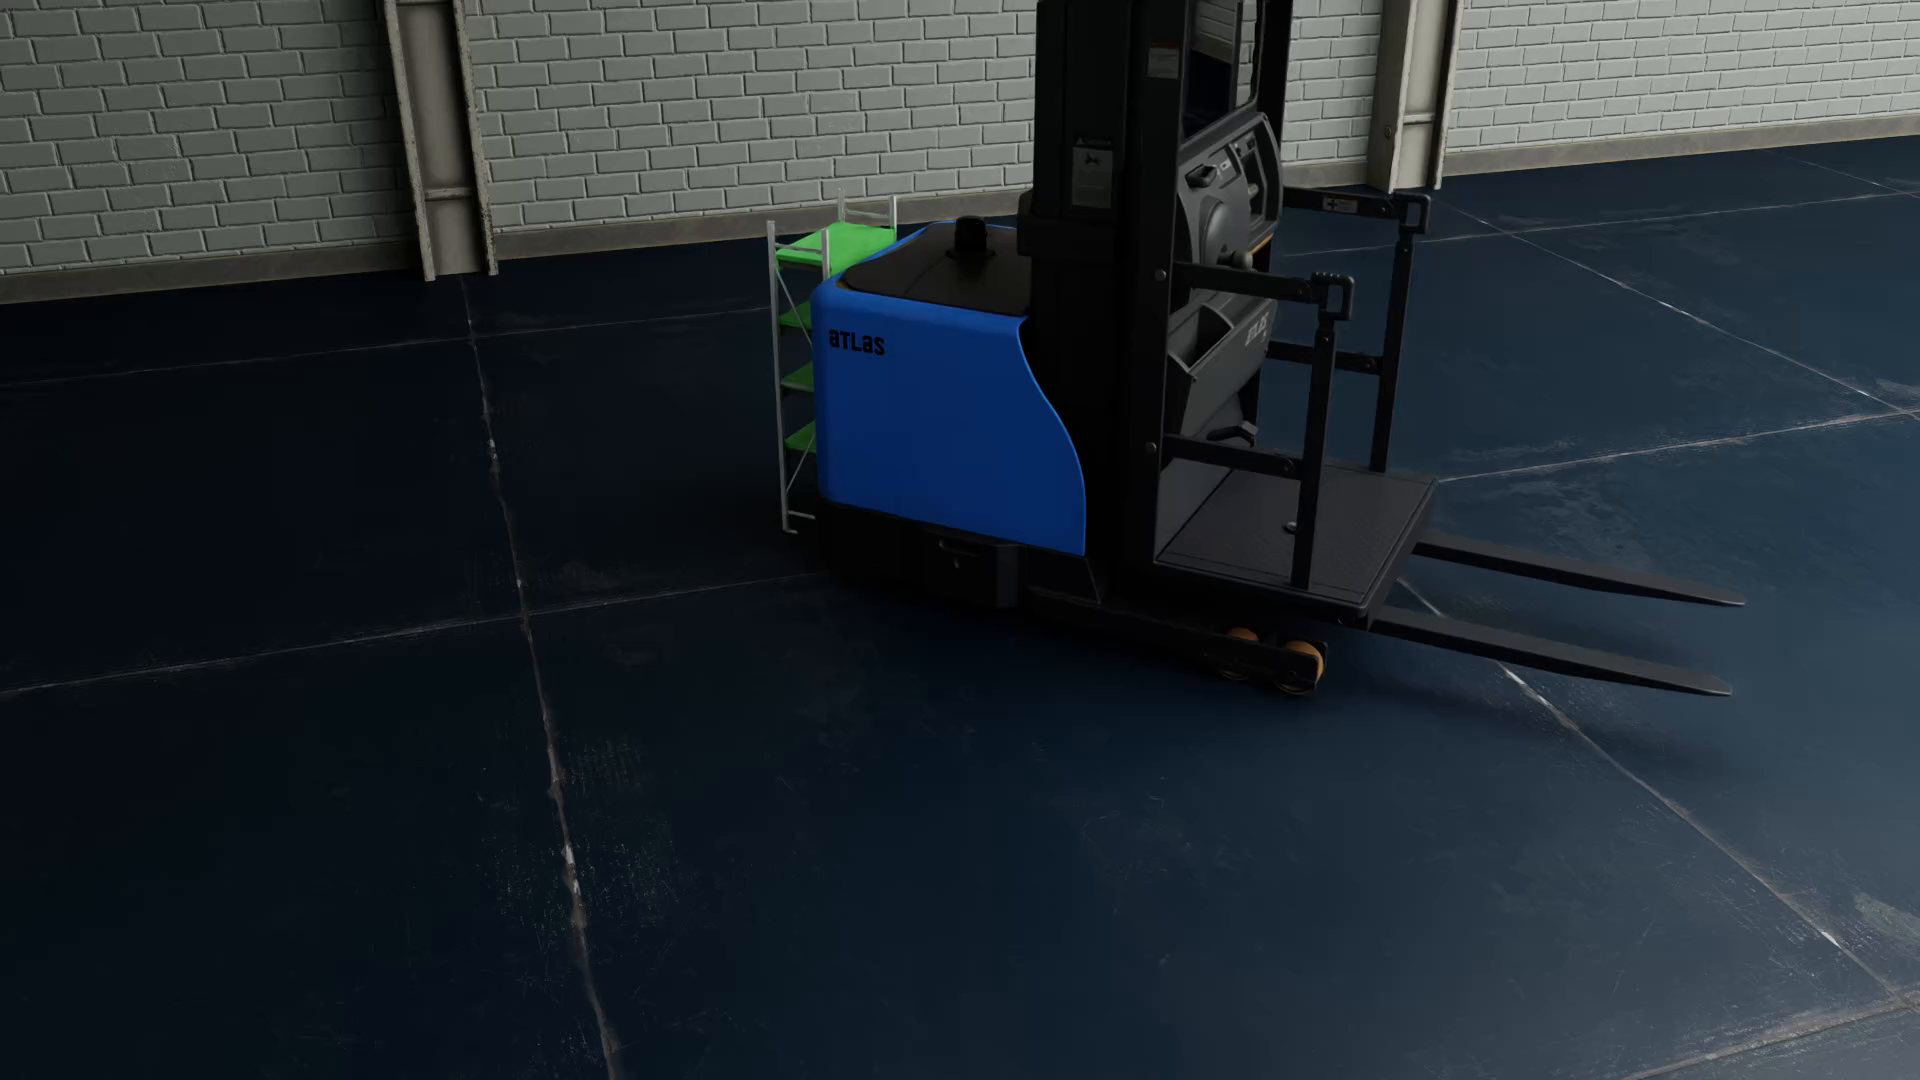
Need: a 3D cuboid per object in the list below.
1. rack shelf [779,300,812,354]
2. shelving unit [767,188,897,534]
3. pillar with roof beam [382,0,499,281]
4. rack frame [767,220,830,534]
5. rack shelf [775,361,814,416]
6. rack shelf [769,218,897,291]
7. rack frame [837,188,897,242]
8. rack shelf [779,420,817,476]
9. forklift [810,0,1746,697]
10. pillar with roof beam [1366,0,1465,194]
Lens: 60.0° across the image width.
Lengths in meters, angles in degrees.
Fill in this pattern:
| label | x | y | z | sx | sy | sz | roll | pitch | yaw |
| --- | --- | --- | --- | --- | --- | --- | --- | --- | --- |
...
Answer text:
| label | x | y | z | sx | sy | sz | roll | pitch | yaw |
| --- | --- | --- | --- | --- | --- | --- | --- | --- | --- |
| rack shelf | -0.453 | -0.805 | 6.127 | 0.258 | 0.148 | 0.480 | 12 | 29 | 23 |
| shelving unit | -0.453 | -0.648 | 6.205 | 0.258 | 1.200 | 0.503 | 12 | 29 | 23 |
| pillar with roof beam | -1.459 | -3.720 | 3.622 | 0.400 | 9.000 | 9.100 | -8 | 28 | -16 |
| rack frame | -0.561 | -0.550 | 6.009 | 0.240 | 1.200 | 0.015 | 12 | 29 | 23 |
| rack shelf | -0.453 | -0.590 | 6.233 | 0.258 | 0.148 | 0.480 | 12 | 29 | 23 |
| rack shelf | -0.453 | -1.020 | 6.020 | 0.258 | 0.148 | 0.480 | 12 | 29 | 23 |
| rack frame | -0.345 | -0.745 | 6.401 | 0.240 | 1.200 | 0.015 | 12 | 29 | 23 |
| rack shelf | -0.453 | -0.375 | 6.340 | 0.258 | 0.148 | 0.480 | 12 | 29 | 23 |
| forklift | 1.036 | -1.094 | 5.157 | 3.031 | 2.935 | 1.130 | 12 | 29 | 23 |
| pillar with roof beam | 4.246 | -4.546 | 5.287 | 0.400 | 9.000 | 9.100 | -8 | 28 | -16 |
